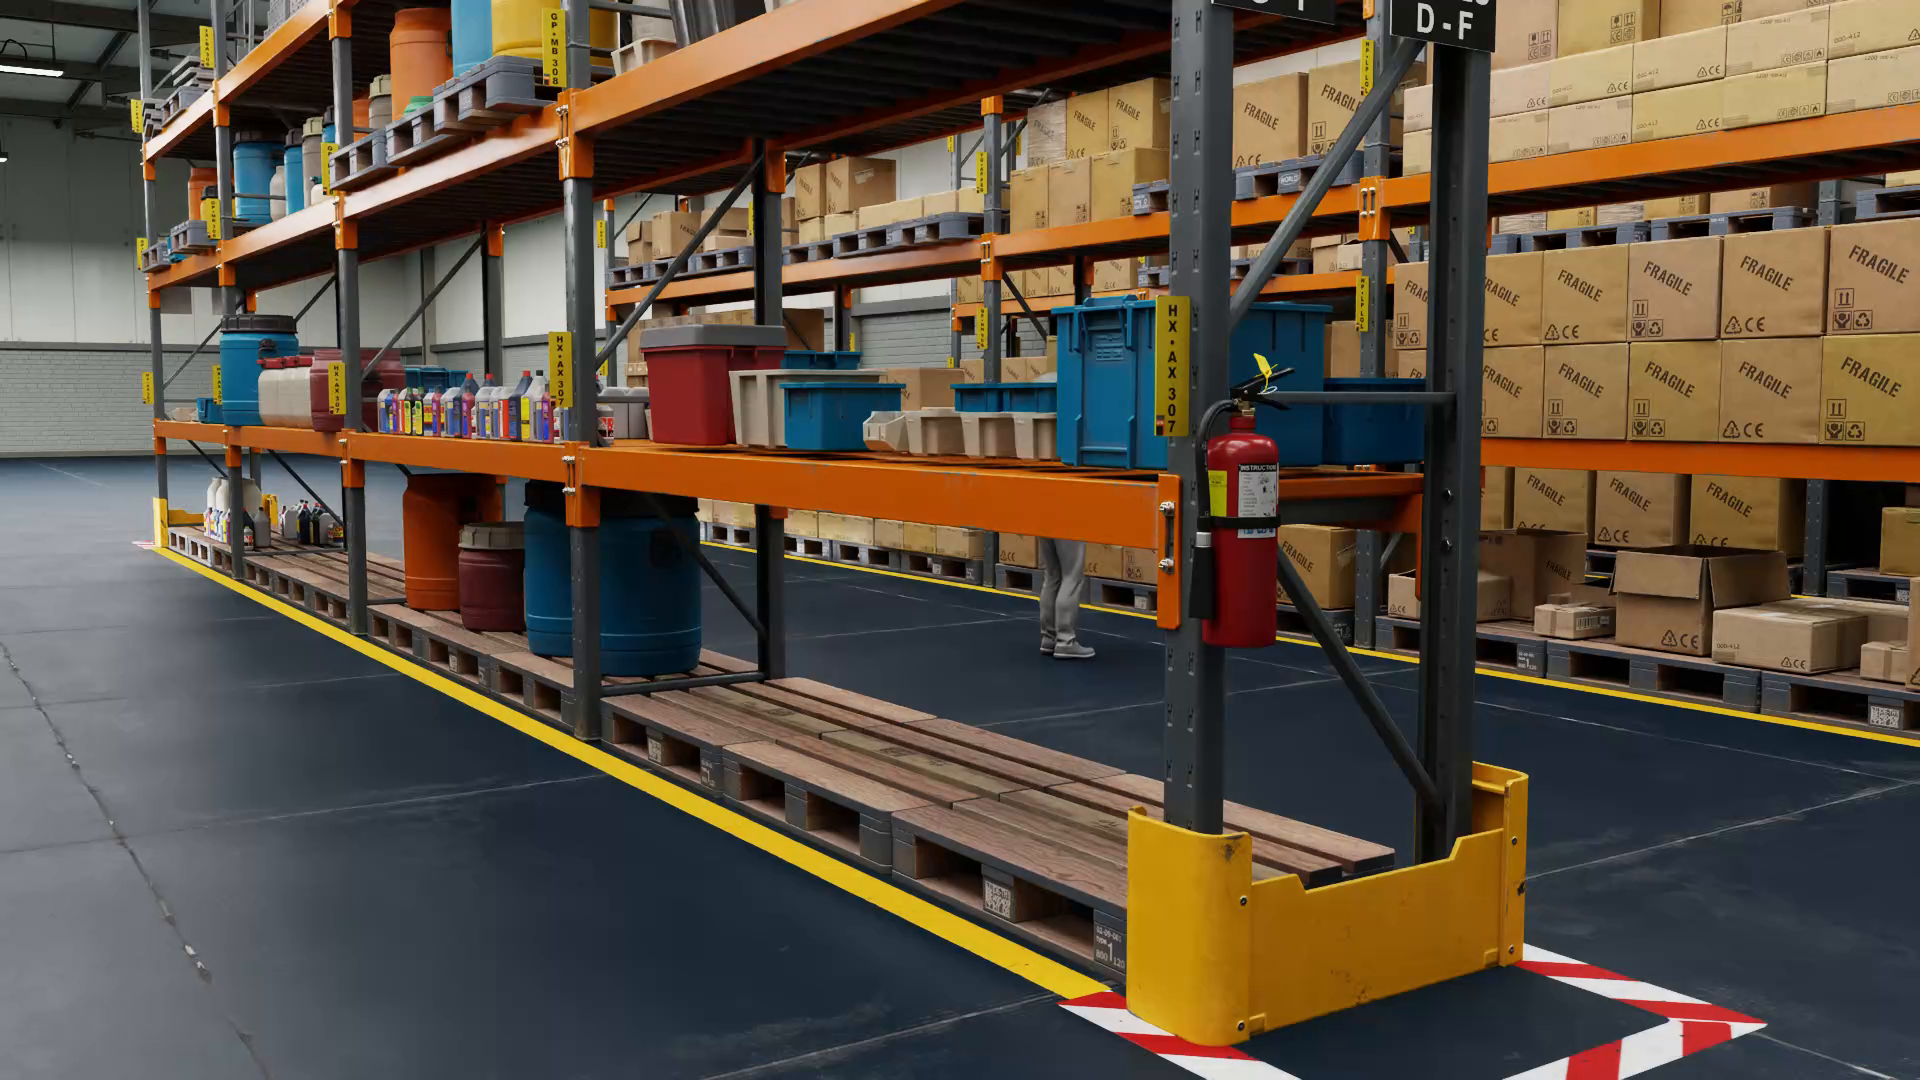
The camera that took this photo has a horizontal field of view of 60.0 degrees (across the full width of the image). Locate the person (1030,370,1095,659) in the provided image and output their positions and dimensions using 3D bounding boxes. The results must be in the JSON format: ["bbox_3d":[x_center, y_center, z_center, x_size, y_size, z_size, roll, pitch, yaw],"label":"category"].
[{"bbox_3d":[0.640,-0.156,9.811,0.560,1.686,0.459,-3,6,-33],"label":"person"}]
